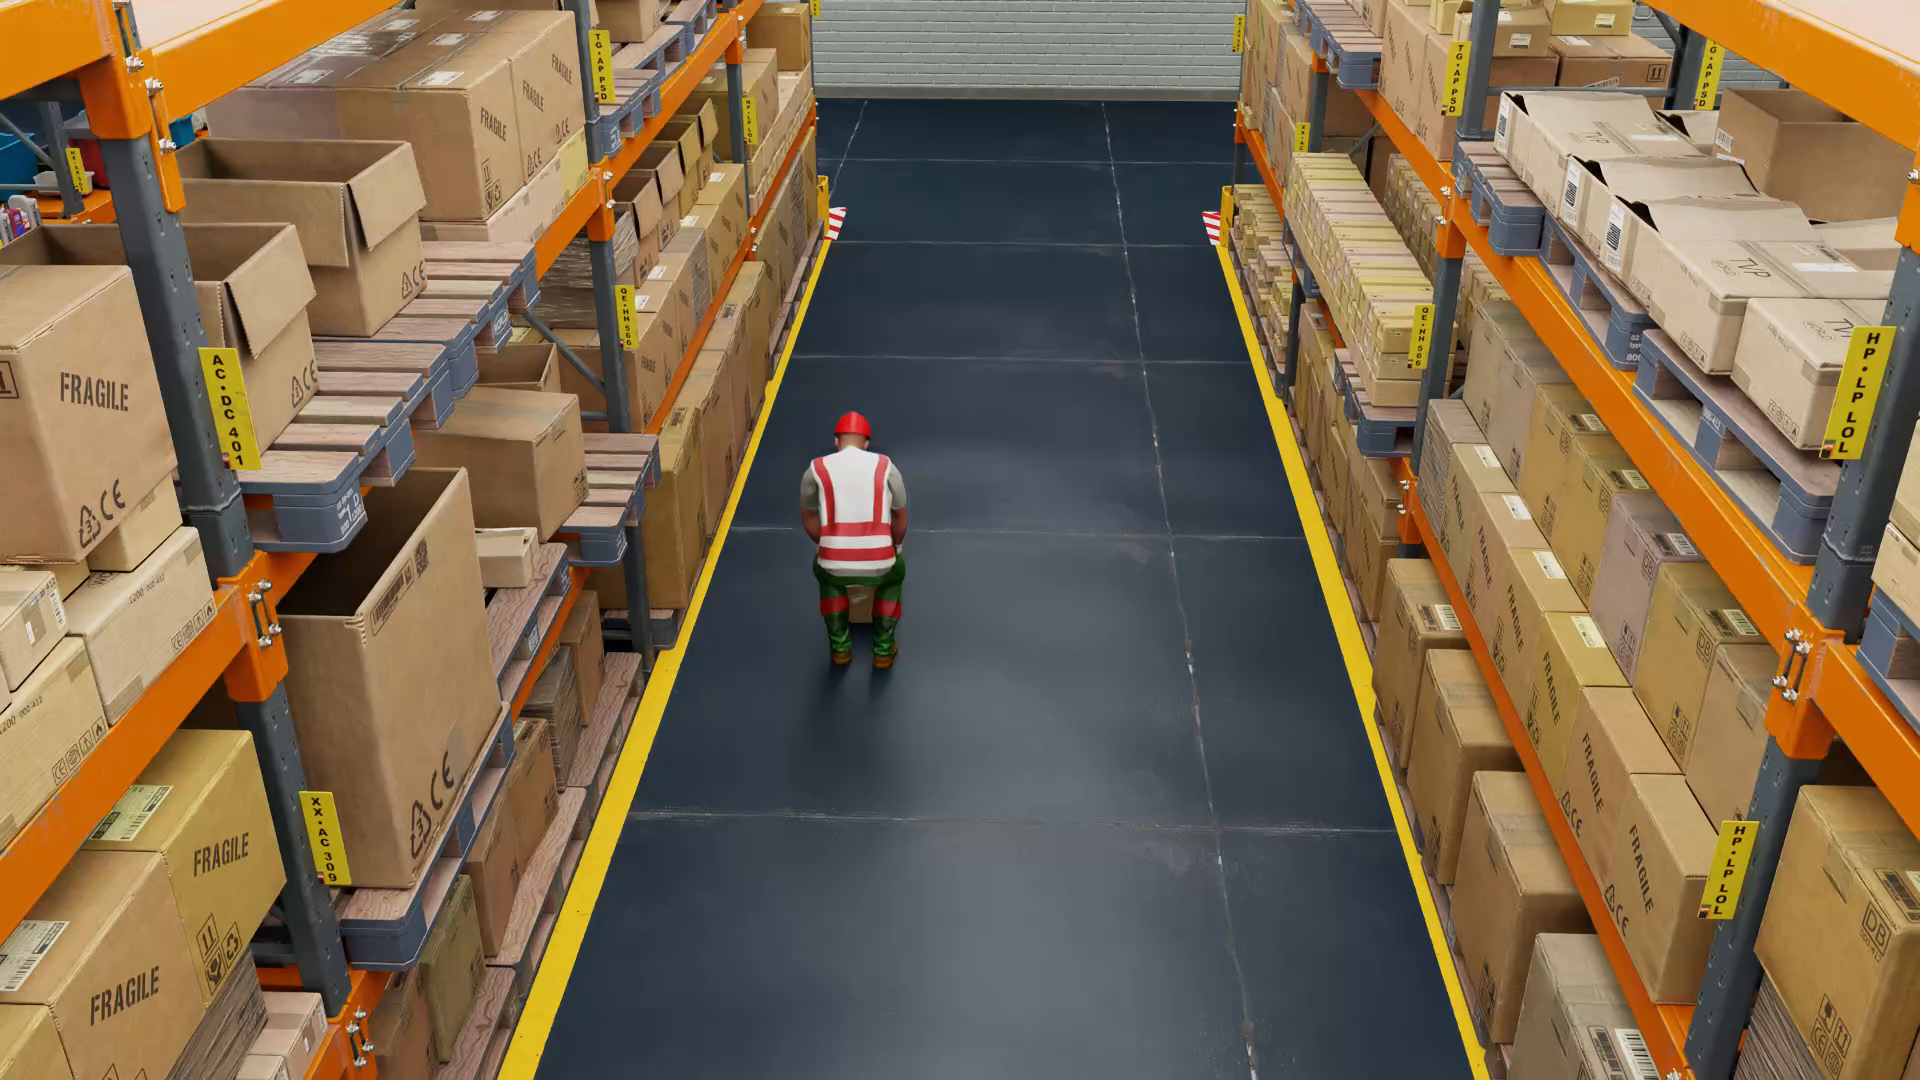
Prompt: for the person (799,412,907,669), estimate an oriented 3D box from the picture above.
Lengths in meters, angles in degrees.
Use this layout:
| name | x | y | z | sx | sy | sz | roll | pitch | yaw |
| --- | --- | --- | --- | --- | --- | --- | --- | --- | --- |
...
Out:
| name | x | y | z | sx | sy | sz | roll | pitch | yaw |
| --- | --- | --- | --- | --- | --- | --- | --- | --- | --- |
| person | -0.586 | 0.026 | 9.050 | 0.584 | 1.321 | 0.808 | 1 | 28 | 2 |
